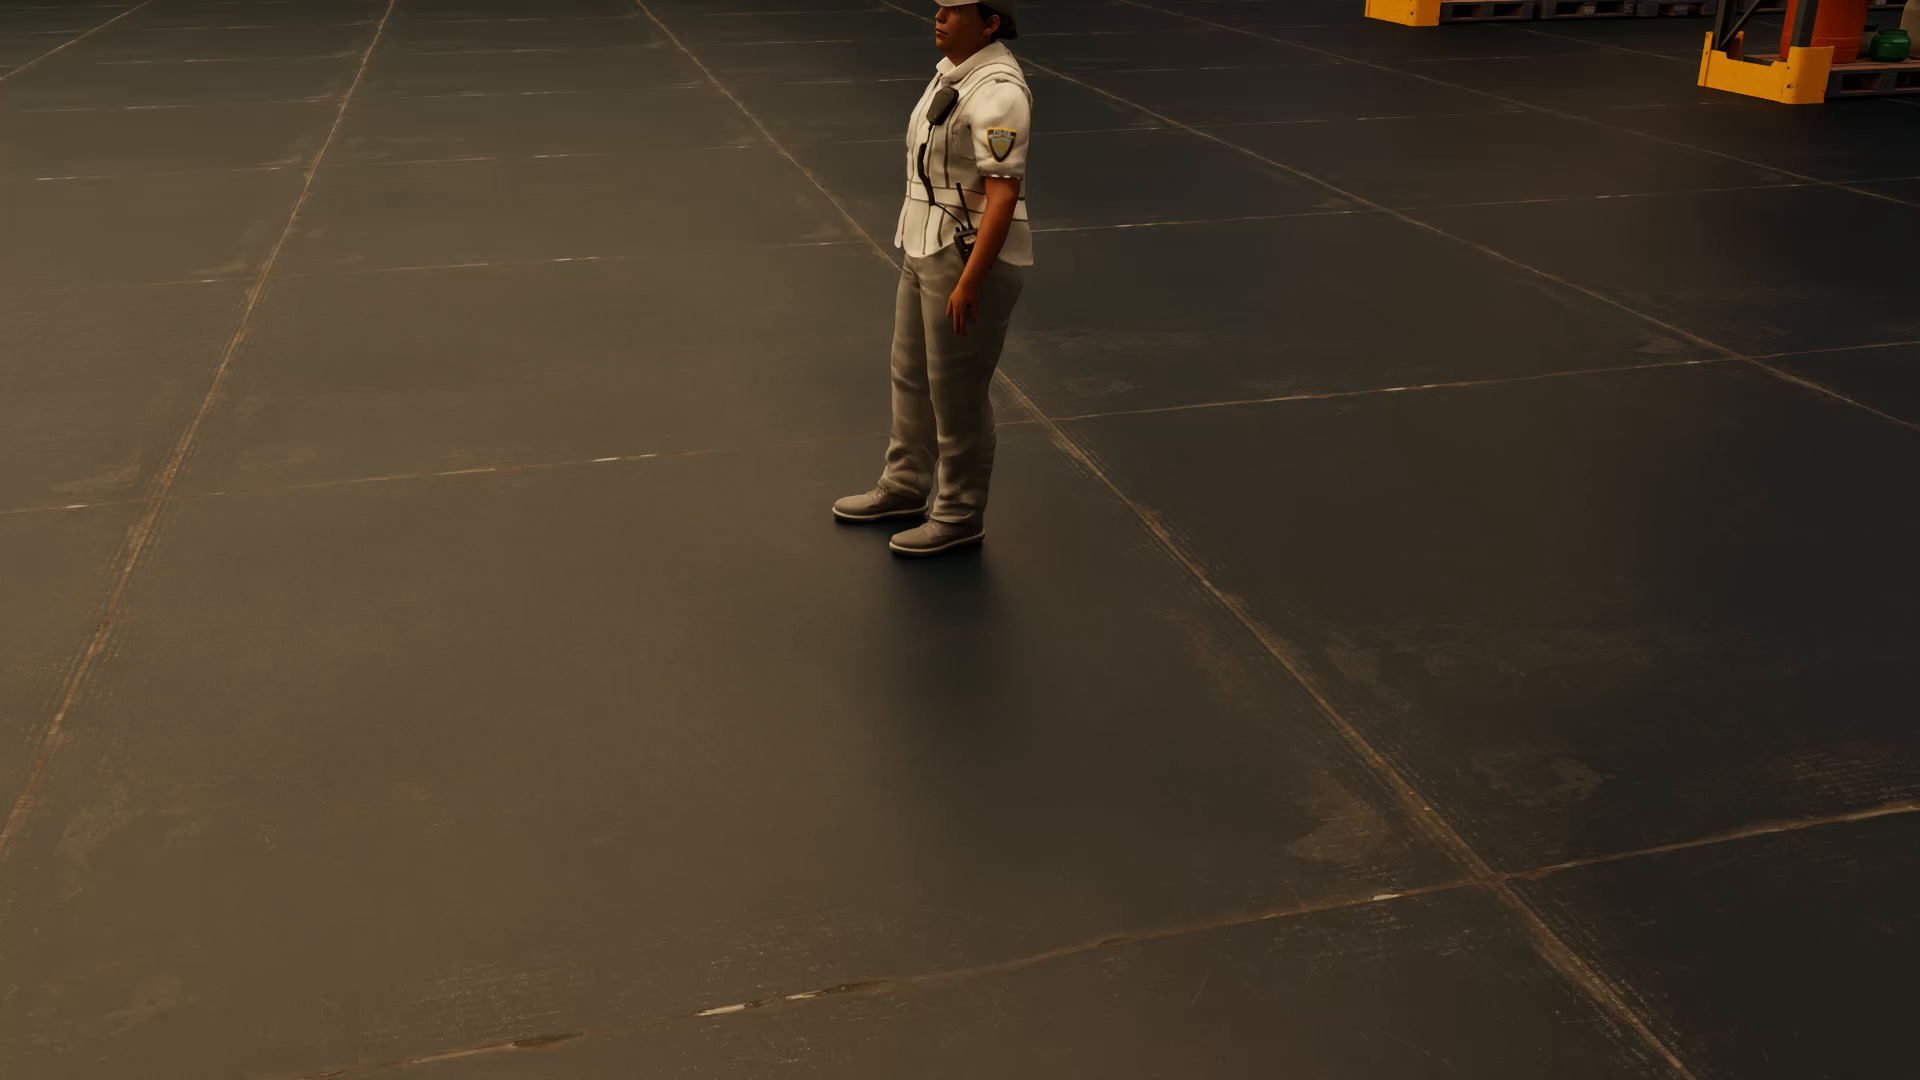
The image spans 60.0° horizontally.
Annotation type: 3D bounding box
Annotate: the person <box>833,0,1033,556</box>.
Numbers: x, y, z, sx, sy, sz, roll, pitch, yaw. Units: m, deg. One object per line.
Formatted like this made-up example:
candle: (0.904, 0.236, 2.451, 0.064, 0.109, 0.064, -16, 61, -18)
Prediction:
person: (-0.080, -0.775, 4.725, 0.529, 1.670, 0.598, -6, 24, -14)
